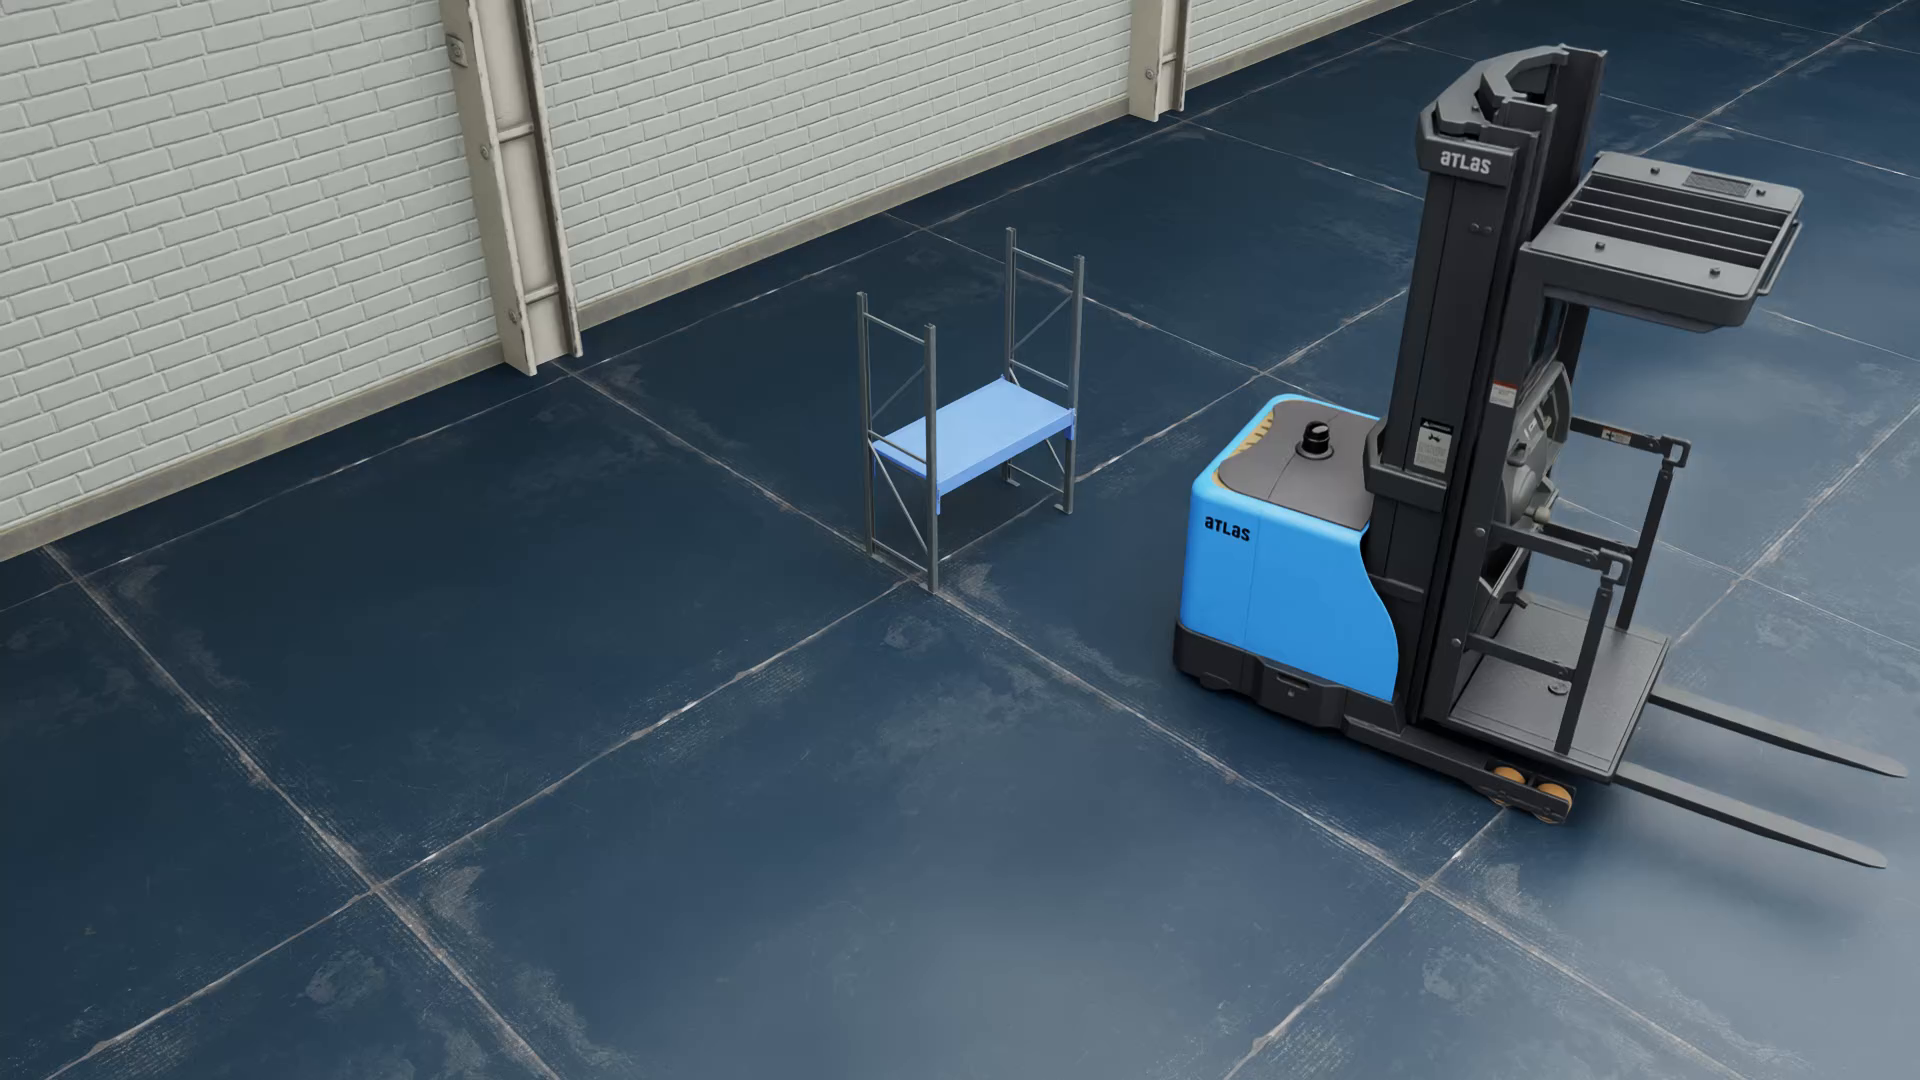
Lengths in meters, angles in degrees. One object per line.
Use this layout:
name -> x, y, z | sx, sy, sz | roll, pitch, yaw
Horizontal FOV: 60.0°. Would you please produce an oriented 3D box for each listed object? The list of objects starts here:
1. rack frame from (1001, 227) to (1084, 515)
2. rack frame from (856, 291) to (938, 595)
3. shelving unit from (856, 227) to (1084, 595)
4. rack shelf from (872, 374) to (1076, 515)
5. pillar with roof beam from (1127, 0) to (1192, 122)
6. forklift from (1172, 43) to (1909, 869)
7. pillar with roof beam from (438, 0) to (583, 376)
rack frame -> 0.418, -0.856, 8.657 | 0.500, 1.500, 0.032 | 30, 45, 35
rack frame -> -0.298, -0.443, 8.065 | 0.500, 1.500, 0.032 | 30, 45, 35
shelving unit -> 0.060, -0.650, 8.361 | 0.538, 1.500, 1.048 | 30, 45, 35
rack shelf -> 0.060, -0.502, 8.464 | 0.538, 0.185, 1.000 | 30, 45, 35
pillar with roof beam -> 4.680, -5.534, 8.809 | 9.100, 9.000, 0.400 | 30, 45, 35
forklift -> 2.519, -0.355, 6.687 | 3.031, 2.935, 1.130 | 20, 39, 26
pillar with roof beam -> 0.453, -3.098, 5.316 | 9.100, 9.000, 0.400 | 30, 45, 35
